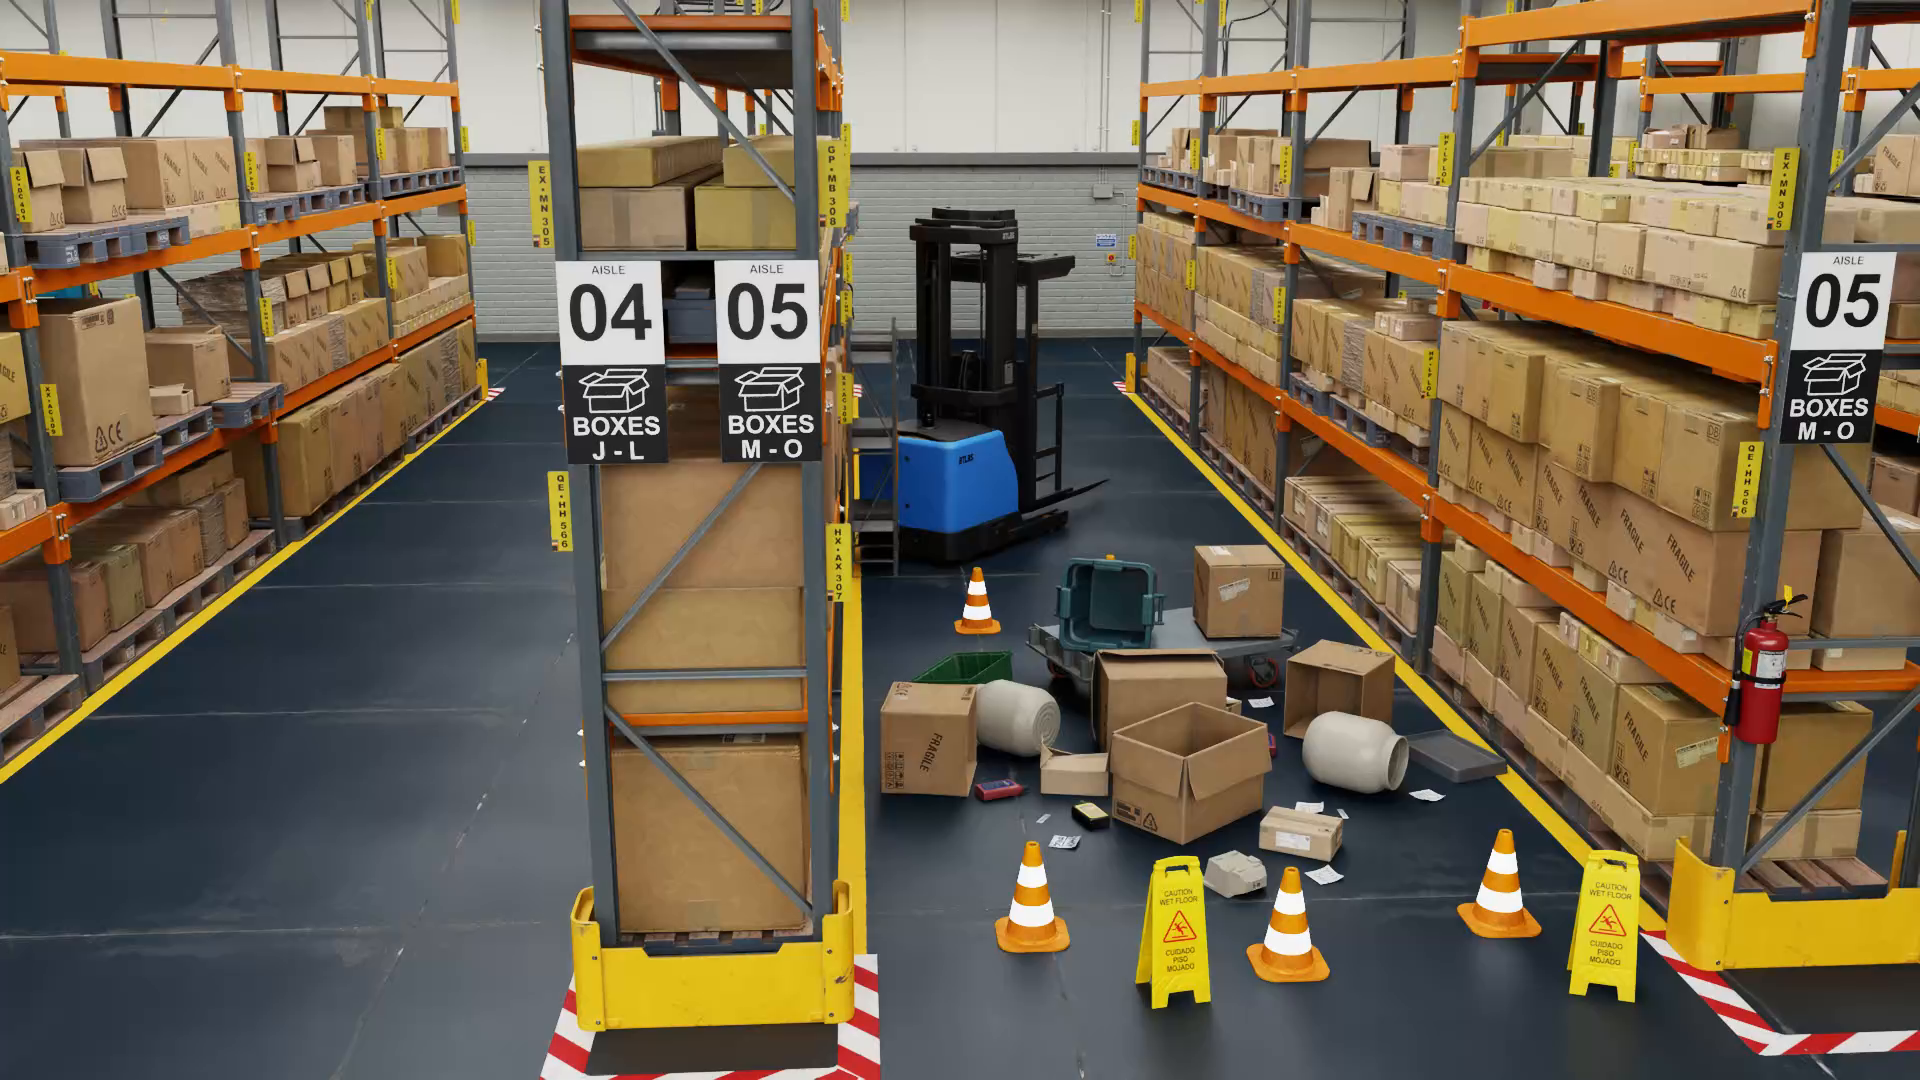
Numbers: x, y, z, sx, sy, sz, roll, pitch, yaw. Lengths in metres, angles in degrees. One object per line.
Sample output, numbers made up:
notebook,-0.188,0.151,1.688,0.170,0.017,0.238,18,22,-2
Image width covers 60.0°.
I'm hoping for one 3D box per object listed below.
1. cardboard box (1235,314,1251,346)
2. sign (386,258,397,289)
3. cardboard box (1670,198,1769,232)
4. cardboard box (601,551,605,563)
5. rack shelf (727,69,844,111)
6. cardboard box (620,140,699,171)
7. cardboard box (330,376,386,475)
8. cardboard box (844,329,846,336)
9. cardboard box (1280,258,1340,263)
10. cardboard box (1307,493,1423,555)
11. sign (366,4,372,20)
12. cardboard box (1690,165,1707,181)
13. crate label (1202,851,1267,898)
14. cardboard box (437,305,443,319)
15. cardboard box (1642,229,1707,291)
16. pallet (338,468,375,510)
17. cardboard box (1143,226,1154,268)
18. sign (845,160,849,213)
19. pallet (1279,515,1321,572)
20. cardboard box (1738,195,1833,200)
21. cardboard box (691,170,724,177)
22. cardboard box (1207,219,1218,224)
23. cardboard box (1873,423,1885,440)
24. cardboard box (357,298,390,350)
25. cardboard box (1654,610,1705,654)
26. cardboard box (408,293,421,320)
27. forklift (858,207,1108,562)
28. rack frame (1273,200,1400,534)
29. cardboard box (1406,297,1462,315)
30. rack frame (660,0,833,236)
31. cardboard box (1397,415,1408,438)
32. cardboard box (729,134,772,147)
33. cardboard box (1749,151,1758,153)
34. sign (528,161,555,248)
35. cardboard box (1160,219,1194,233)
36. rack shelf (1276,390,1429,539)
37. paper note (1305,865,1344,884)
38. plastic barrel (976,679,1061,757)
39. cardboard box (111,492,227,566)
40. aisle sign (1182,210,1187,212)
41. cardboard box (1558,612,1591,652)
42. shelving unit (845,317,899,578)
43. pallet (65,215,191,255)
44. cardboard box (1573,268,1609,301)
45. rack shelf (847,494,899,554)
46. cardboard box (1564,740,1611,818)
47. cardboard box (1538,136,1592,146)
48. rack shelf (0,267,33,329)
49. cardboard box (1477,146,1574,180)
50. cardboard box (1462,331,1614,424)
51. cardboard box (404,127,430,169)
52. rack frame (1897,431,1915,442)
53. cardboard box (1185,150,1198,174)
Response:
cardboard box,3.022,-2.074,16.367,0.500,0.250,0.500,-1,14,-5
sign,-6.205,-2.909,18.148,0.100,0.325,0.005,-1,14,-3
cardboard box,3.597,-1.533,7.849,0.380,0.149,0.250,-1,14,-3
cardboard box,-1.170,0.256,7.709,0.875,0.550,0.550,-1,14,-3
rack shelf,-1.665,-4.293,15.899,1.077,0.370,4.000,-1,14,-3
cardboard box,-1.516,-1.932,8.358,0.380,0.149,0.250,-1,14,-4
cardboard box,-6.630,-1.169,16.972,1.225,0.875,0.875,-1,14,-5
cardboard box,-1.480,-2.381,18.765,0.380,0.149,0.250,0,14,-1
cardboard box,3.522,-2.571,16.791,0.500,0.500,0.500,-1,14,-3
cardboard box,3.472,-0.141,13.984,0.950,0.372,0.625,-1,14,-5
sign,-7.548,-6.798,21.196,0.100,0.325,0.005,-1,14,-3
cardboard box,7.793,-3.791,17.183,0.380,0.149,0.250,-1,14,-2
crate label,1.377,1.662,8.292,0.250,0.136,0.298,-9,17,-32
cardboard box,-6.548,-2.785,20.336,0.380,0.149,0.250,-1,14,-2
cardboard box,3.572,-1.317,7.809,0.500,0.250,0.500,-1,14,-4
pallet,-6.544,-0.530,16.664,1.003,0.211,1.213,-1,14,-3
cardboard box,2.682,-3.804,21.584,0.500,0.500,0.500,-1,14,-5
sign,-0.740,-2.188,10.294,0.100,0.325,0.005,-1,14,-3
pallet,3.440,0.011,14.561,1.003,0.211,1.213,-1,14,-3
cardboard box,4.033,-1.602,8.118,0.380,0.149,0.250,-1,14,-4
cardboard box,-1.446,-1.711,8.297,0.500,0.250,0.500,-1,14,-3
cardboard box,3.251,-3.902,20.664,0.380,0.149,0.250,0,14,-2
cardboard box,8.626,-1.053,15.971,0.380,0.149,0.250,0,14,-1
cardboard box,-6.444,-2.312,17.792,0.500,0.500,0.500,-1,14,-3
cardboard box,3.526,0.426,7.854,0.380,0.149,0.250,-1,14,-4
cardboard box,-6.539,-2.692,19.173,0.500,0.250,0.500,-1,14,-4
forklift,0.349,-1.548,15.160,1.130,2.935,3.031,10,17,33
rack frame,3.393,-1.534,14.969,1.000,3.000,0.127,-1,14,-3
cardboard box,3.776,-1.841,13.221,0.380,0.149,0.250,-2,15,-6
rack frame,-1.293,-3.343,9.960,1.000,3.000,0.127,-1,14,-3
cardboard box,3.335,-0.810,11.818,0.380,0.149,0.250,-1,14,-5
cardboard box,-1.826,-3.401,14.468,0.396,0.266,0.258,-1,14,-3
cardboard box,8.263,-3.938,17.157,0.380,0.149,0.250,-1,14,-3
sign,-1.588,-1.281,6.348,0.100,0.325,0.005,-1,14,-3
cardboard box,2.697,-3.891,20.622,0.380,0.149,0.250,-1,14,-5
rack shelf,3.517,-0.688,13.125,1.077,0.370,4.000,-1,14,-3
paper note,1.843,1.689,8.400,0.148,0.019,0.142,-6,16,-23
plastic barrel,0.308,1.068,10.024,0.512,0.421,0.421,10,18,35
cardboard box,-6.389,-0.079,13.449,0.700,0.500,0.500,-2,15,-8
aisle sign,3.202,-4.805,22.466,0.394,0.787,0.004,-1,14,-3
cardboard box,3.462,0.493,8.959,0.380,0.149,0.250,0,14,-1
shelving unit,-0.723,-0.764,13.776,0.431,2.100,0.503,0,15,-2
pallet,-6.249,-2.161,11.763,1.213,0.211,1.003,-1,14,-3
cardboard box,3.448,-1.341,8.703,0.380,0.149,0.250,-1,14,-4
rack shelf,-0.725,-0.074,13.957,0.431,0.518,0.480,0,15,-2
cardboard box,3.546,1.258,8.793,0.500,0.250,0.500,-1,14,-3
cardboard box,7.686,-5.002,21.127,0.500,0.250,0.500,-1,14,-4
rack shelf,-6.126,-0.993,8.290,1.077,0.370,4.000,-1,14,-3
cardboard box,3.964,-2.640,11.703,0.500,0.250,0.500,-1,14,-5
cardboard box,3.462,-0.976,9.995,0.700,0.500,0.500,-1,14,-3
cardboard box,-6.993,-4.853,20.605,0.700,0.500,0.500,-1,14,-5
rack frame,8.347,-1.612,15.270,1.000,3.000,0.127,-1,14,-3
cardboard box,2.786,-4.322,19.011,0.396,0.266,0.258,0,14,-2
